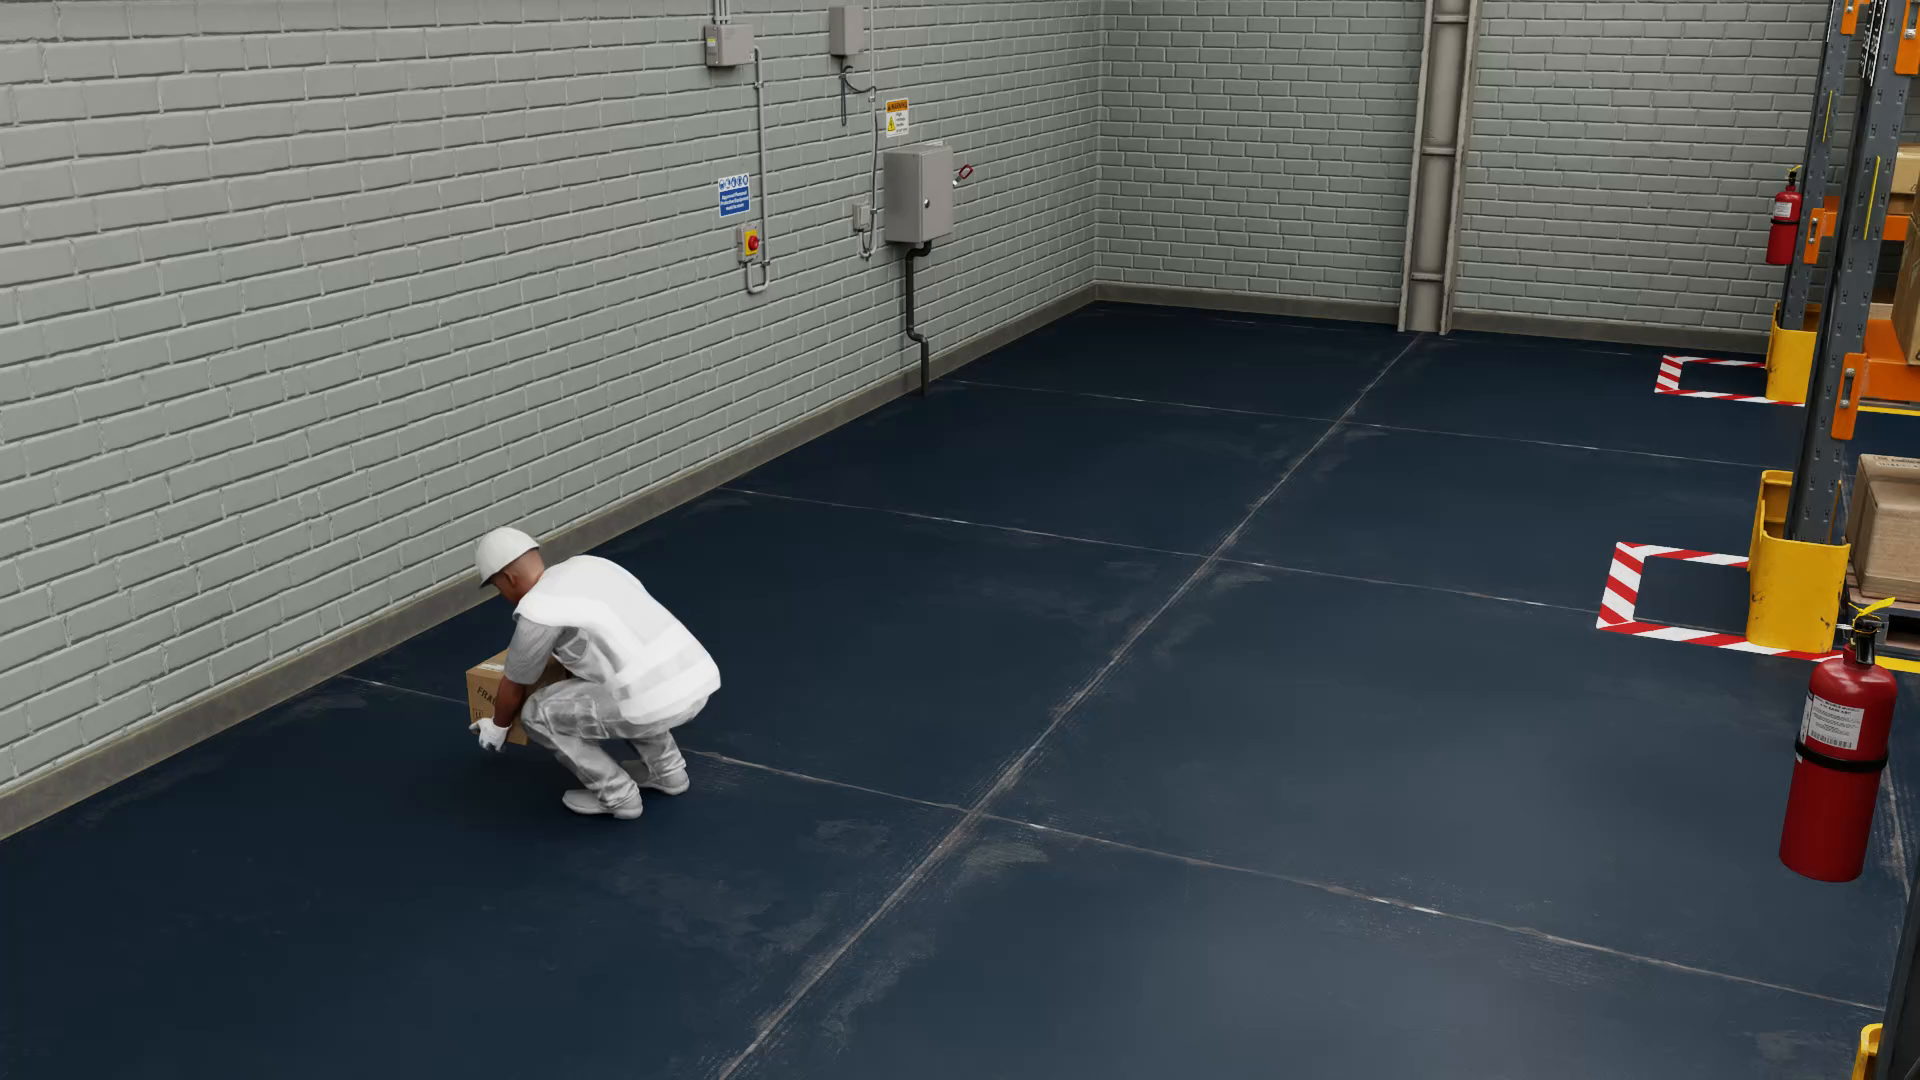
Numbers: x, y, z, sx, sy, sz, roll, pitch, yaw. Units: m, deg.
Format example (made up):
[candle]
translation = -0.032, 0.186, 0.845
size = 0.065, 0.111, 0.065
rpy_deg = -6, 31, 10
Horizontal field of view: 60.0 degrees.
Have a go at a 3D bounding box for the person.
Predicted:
[person]
translation = -1.322, 0.460, 5.905
size = 0.910, 1.005, 0.564
rpy_deg = 8, 20, 22
